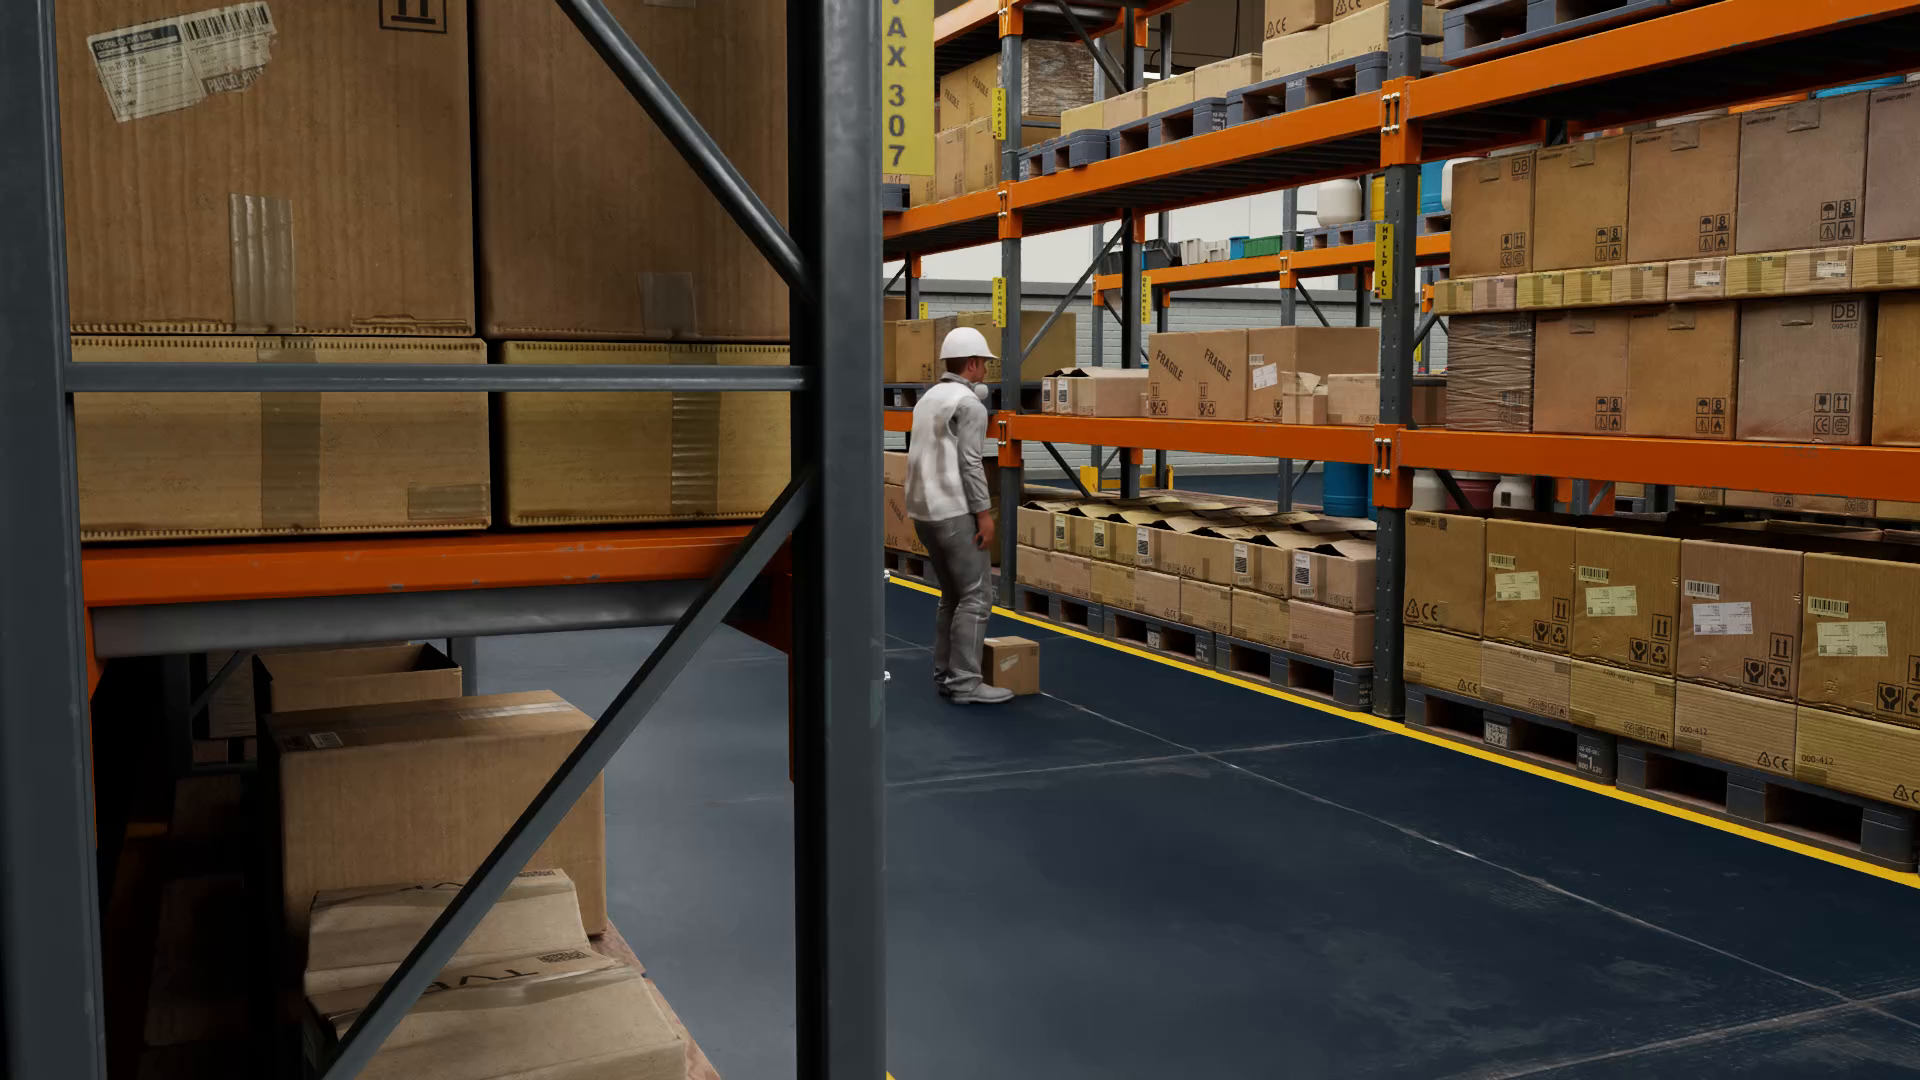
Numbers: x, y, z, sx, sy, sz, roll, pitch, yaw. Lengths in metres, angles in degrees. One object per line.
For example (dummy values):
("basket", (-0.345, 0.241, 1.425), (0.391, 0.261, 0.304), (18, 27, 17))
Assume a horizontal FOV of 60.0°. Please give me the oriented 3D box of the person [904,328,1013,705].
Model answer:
("person", (-0.015, -0.126, 7.968), (0.476, 1.769, 0.580), (-3, 6, -27))
